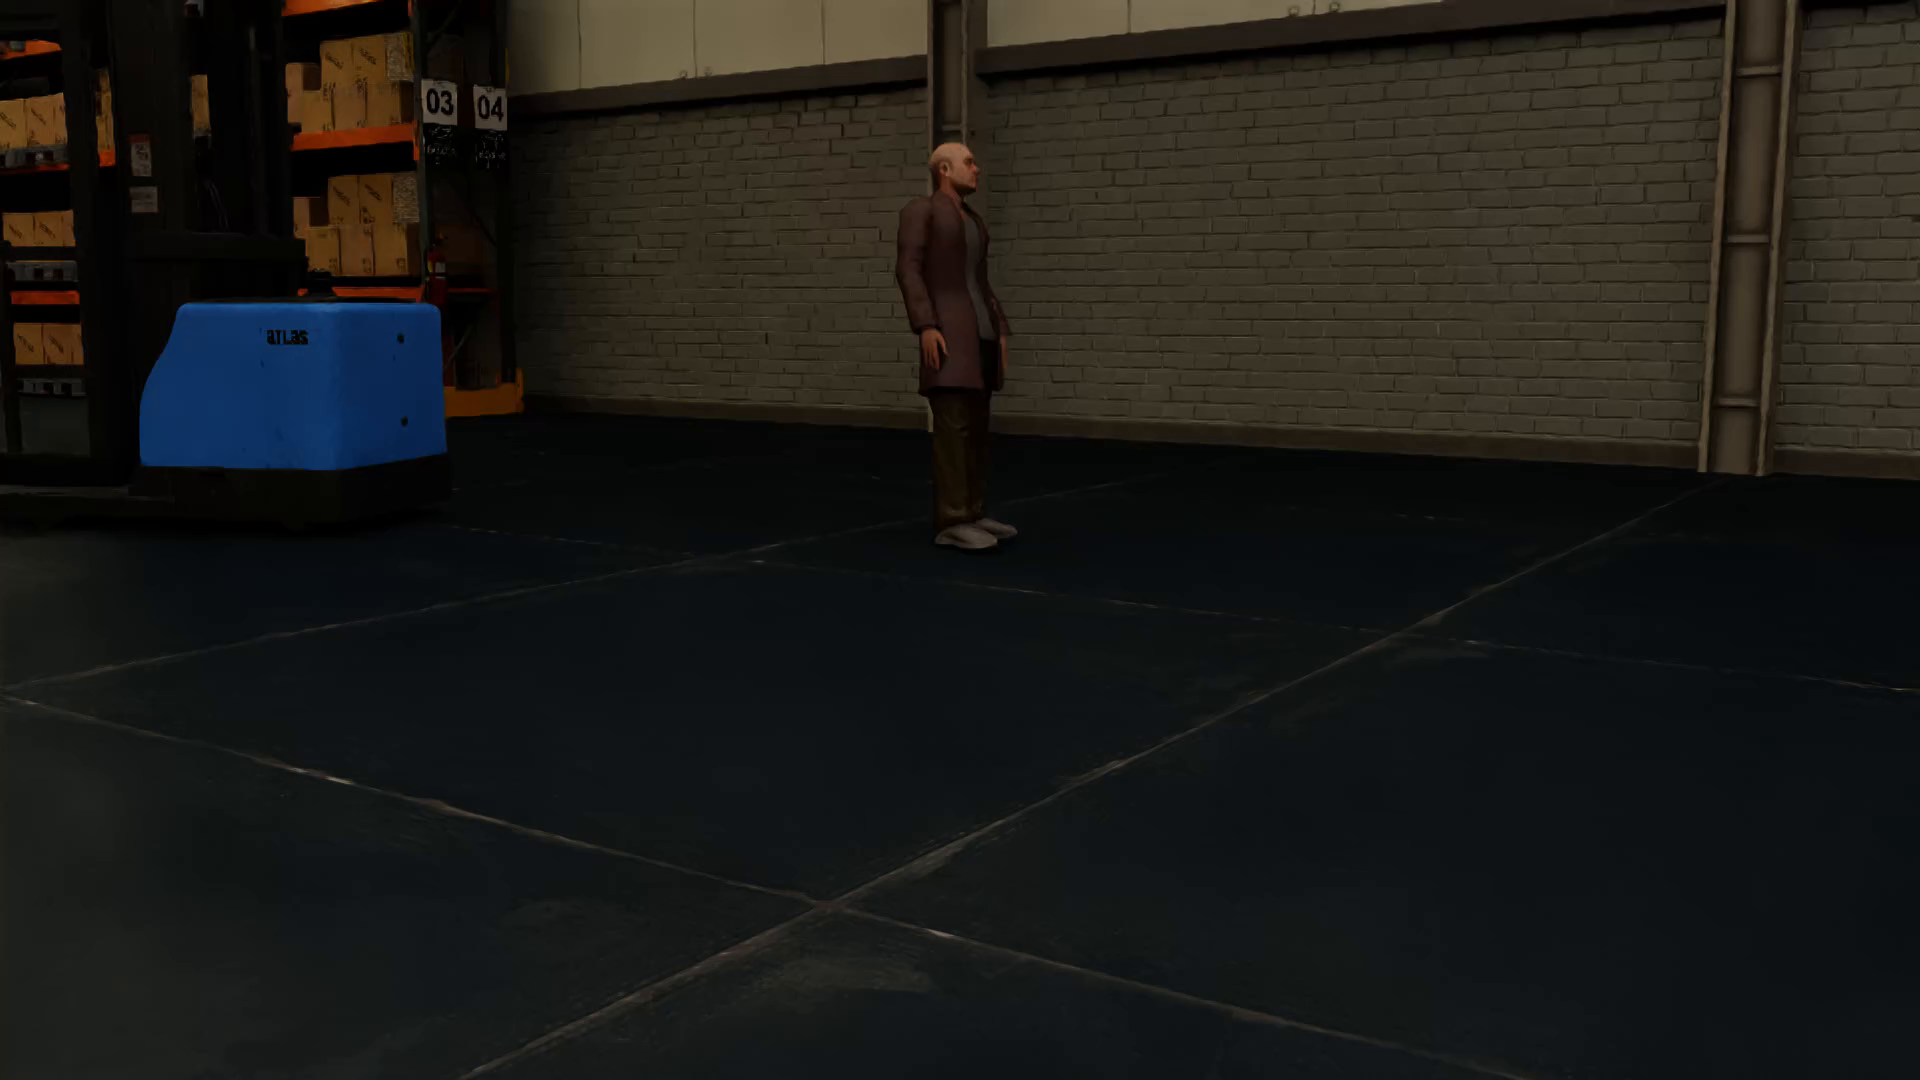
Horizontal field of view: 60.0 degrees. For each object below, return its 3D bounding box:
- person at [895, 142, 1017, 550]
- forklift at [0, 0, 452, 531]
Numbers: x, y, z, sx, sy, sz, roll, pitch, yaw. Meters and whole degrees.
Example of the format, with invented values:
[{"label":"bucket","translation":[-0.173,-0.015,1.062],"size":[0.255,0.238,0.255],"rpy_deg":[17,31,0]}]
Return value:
[{"label":"person","translation":[0.073,-0.880,7.423],"size":[0.580,1.776,0.694],"rpy_deg":[5,10,34]},{"label":"forklift","translation":[-4.198,-1.580,8.305],"size":[3.031,2.935,1.130],"rpy_deg":[2,8,13]}]
